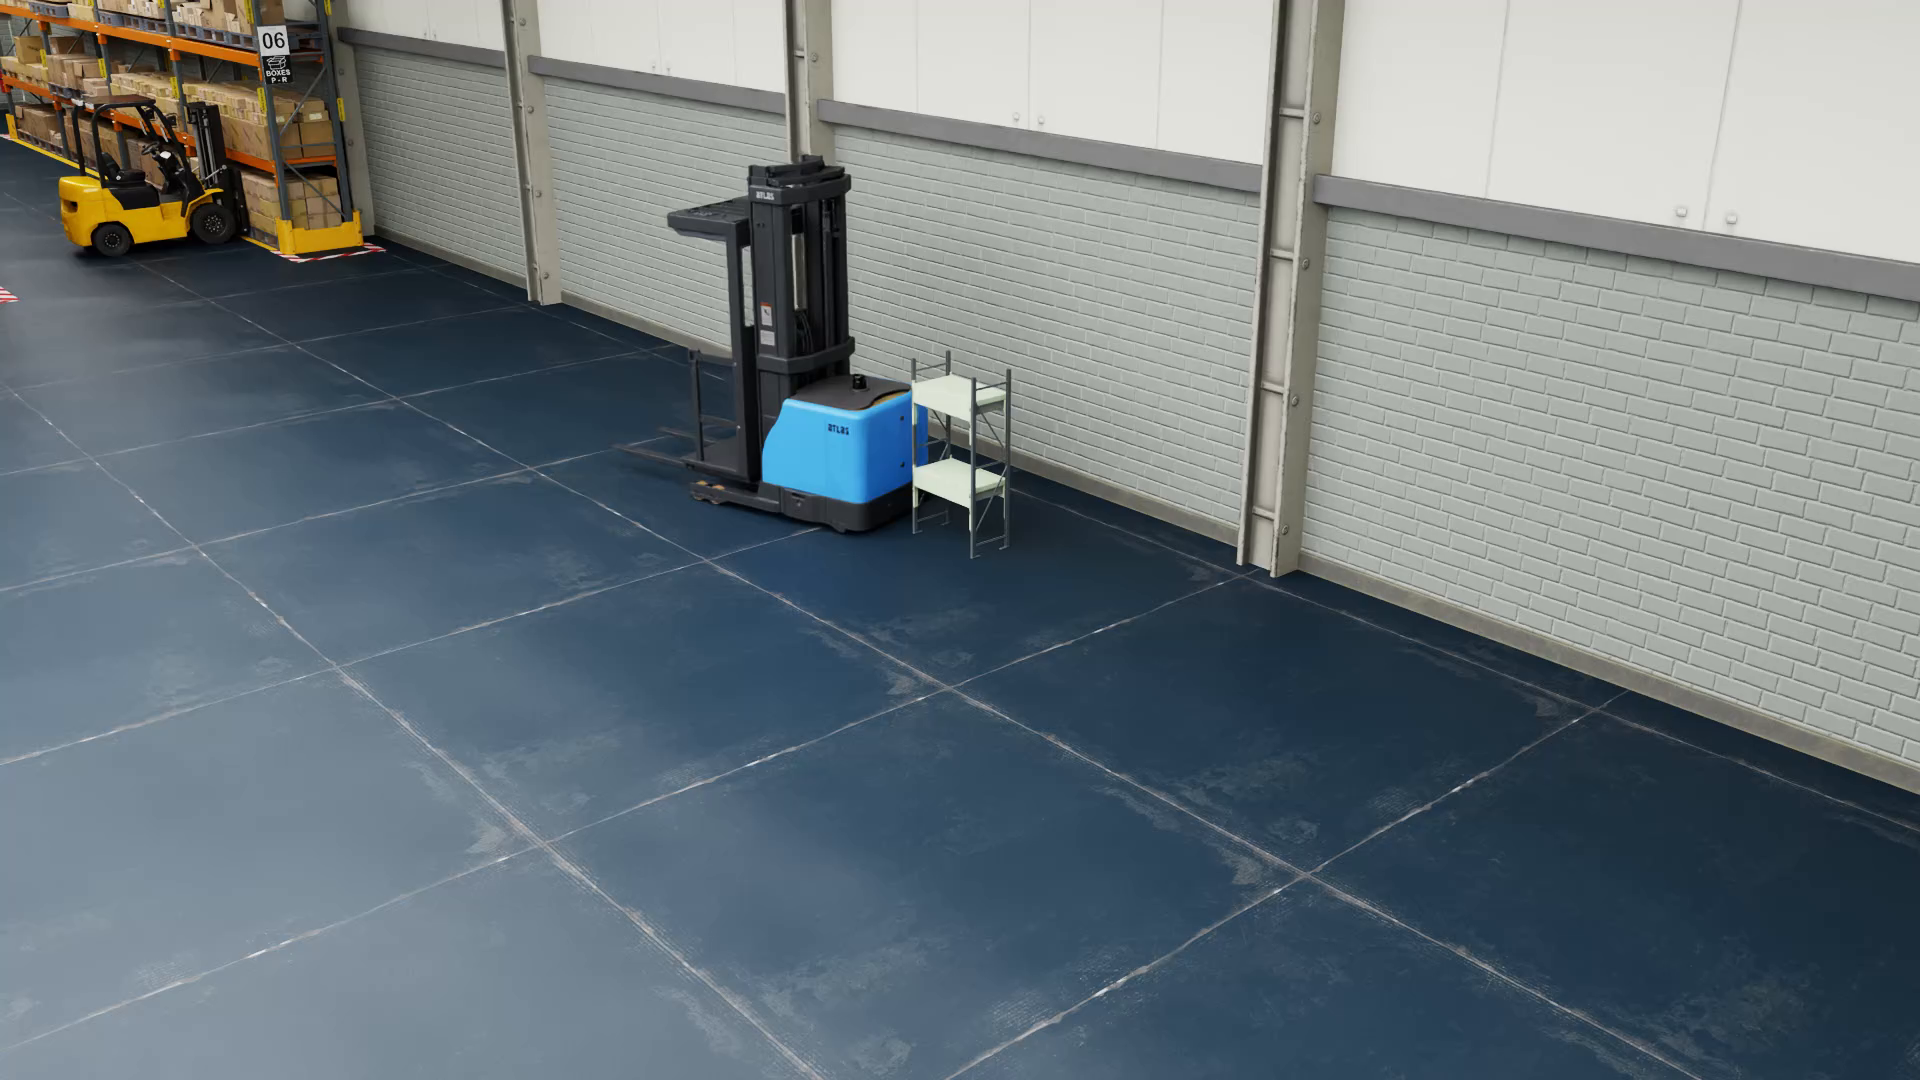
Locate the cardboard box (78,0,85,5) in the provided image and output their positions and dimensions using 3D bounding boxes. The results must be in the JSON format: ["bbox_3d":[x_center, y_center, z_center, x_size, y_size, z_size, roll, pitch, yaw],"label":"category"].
[{"bbox_3d":[-15.673,-9.736,30.001,0.380,0.149,0.250,-17,27,-37],"label":"cardboard box"}]

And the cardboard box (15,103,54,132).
[{"bbox_3d":[-19.652,-9.022,35.478,0.797,0.503,0.637,-19,28,-39],"label":"cardboard box"}]

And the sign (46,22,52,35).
[{"bbox_3d":[-19.546,-10.993,35.642,0.100,0.325,0.005,-17,27,-37],"label":"sign"}]

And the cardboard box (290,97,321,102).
[{"bbox_3d":[-9.719,-6.478,24.703,0.380,0.149,0.250,-16,27,-36],"label":"cardboard box"}]

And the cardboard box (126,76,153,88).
[{"bbox_3d":[-14.230,-7.953,28.875,0.380,0.149,0.250,-17,27,-37],"label":"cardboard box"}]

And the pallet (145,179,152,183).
[{"bbox_3d":[-14.249,-6.435,29.849,1.003,0.211,1.213,-17,27,-37],"label":"pallet"}]

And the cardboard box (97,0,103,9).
[{"bbox_3d":[-14.760,-9.331,28.915,0.380,0.166,0.250,-18,27,-38],"label":"cardboard box"}]

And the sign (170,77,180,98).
[{"bbox_3d":[-12.551,-7.235,26.590,0.100,0.325,0.005,-17,27,-37],"label":"sign"}]

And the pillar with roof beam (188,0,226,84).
[{"bbox_3d":[-16.485,-9.593,25.862,9.100,9.000,0.400,-17,27,-37],"label":"pillar with roof beam"}]

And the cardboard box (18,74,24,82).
[{"bbox_3d":[-19.169,-9.539,34.296,0.380,0.149,0.250,-18,28,-39],"label":"cardboard box"}]

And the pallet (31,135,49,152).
[{"bbox_3d":[-18.616,-8.303,34.621,1.003,0.211,1.213,-17,27,-37],"label":"pallet"}]

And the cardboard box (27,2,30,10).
[{"bbox_3d":[-17.984,-10.452,32.514,0.380,0.149,0.250,-18,27,-38],"label":"cardboard box"}]

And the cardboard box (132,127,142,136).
[{"bbox_3d":[-15.238,-7.651,31.094,0.380,0.149,0.250,-17,27,-37],"label":"cardboard box"}]

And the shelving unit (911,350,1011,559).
[{"bbox_3d":[0.004,-0.697,13.432,0.431,1.500,0.755,-17,27,-37],"label":"shelving unit"}]

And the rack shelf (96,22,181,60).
[{"bbox_3d":[-13.452,-8.479,28.118,1.077,0.370,4.000,-17,27,-37],"label":"rack shelf"}]

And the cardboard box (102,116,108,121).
[{"bbox_3d":[-16.569,-8.239,32.594,0.380,0.149,0.250,-17,27,-37],"label":"cardboard box"}]

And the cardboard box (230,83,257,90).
[{"bbox_3d":[-11.394,-7.186,26.510,0.380,0.149,0.250,-18,28,-38],"label":"cardboard box"}]

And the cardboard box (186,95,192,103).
[{"bbox_3d":[-12.137,-7.062,26.602,0.380,0.149,0.250,-18,28,-38],"label":"cardboard box"}]

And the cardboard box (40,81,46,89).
[{"bbox_3d":[-18.142,-9.119,33.223,0.380,0.149,0.250,-17,27,-36],"label":"cardboard box"}]

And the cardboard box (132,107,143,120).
[{"bbox_3d":[-13.987,-7.438,28.794,0.500,0.250,0.500,-19,28,-39],"label":"cardboard box"}]

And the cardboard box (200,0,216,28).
[{"bbox_3d":[-10.954,-7.988,25.024,0.797,0.503,0.637,-16,27,-36],"label":"cardboard box"}]

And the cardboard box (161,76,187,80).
[{"bbox_3d":[-13.689,-8.003,29.003,0.380,0.149,0.250,-18,27,-38],"label":"cardboard box"}]

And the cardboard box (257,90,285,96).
[{"bbox_3d":[-10.581,-6.824,25.586,0.380,0.149,0.250,-17,27,-37],"label":"cardboard box"}]

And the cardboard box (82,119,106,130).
[{"bbox_3d":[-16.596,-7.969,31.906,0.380,0.149,0.250,-18,27,-38],"label":"cardboard box"}]

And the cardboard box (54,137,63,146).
[{"bbox_3d":[-17.954,-8.027,33.424,0.380,0.149,0.250,-18,28,-39],"label":"cardboard box"}]

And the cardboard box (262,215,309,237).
[{"bbox_3d":[-10.081,-4.729,24.866,0.500,0.250,0.500,-17,27,-37],"label":"cardboard box"}]

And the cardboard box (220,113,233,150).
[{"bbox_3d":[-11.058,-6.303,25.552,0.500,0.500,0.500,-17,27,-37],"label":"cardboard box"}]

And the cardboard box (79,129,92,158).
[{"bbox_3d":[-16.545,-7.636,31.943,0.500,0.500,0.500,-18,28,-39],"label":"cardboard box"}]

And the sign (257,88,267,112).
[{"bbox_3d":[-9.955,-6.283,23.727,0.100,0.325,0.005,-17,27,-37],"label":"sign"}]

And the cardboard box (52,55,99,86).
[{"bbox_3d":[-16.884,-8.987,31.829,0.700,0.500,0.500,-17,27,-37],"label":"cardboard box"}]

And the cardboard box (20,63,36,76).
[{"bbox_3d":[-18.875,-9.644,34.018,0.500,0.250,0.500,-18,28,-39],"label":"cardboard box"}]

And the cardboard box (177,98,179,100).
[{"bbox_3d":[-12.537,-7.255,27.093,0.380,0.149,0.250,-16,27,-36],"label":"cardboard box"}]

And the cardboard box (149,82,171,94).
[{"bbox_3d":[-13.394,-7.601,27.976,0.380,0.149,0.250,-17,27,-37],"label":"cardboard box"}]

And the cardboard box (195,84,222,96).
[{"bbox_3d":[-11.910,-7.146,26.408,0.380,0.149,0.250,-17,27,-37],"label":"cardboard box"}]

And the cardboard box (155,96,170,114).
[{"bbox_3d":[-13.002,-7.243,27.609,0.500,0.250,0.500,-18,28,-39],"label":"cardboard box"}]

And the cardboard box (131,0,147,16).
[{"bbox_3d":[-13.304,-8.816,27.402,0.500,0.311,0.500,-19,28,-39],"label":"cardboard box"}]

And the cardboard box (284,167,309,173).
[{"bbox_3d":[-10.353,-5.596,25.708,0.500,0.250,0.500,-18,27,-38],"label":"cardboard box"}]

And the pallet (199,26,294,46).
[{"bbox_3d":[-10.778,-7.654,25.146,1.003,0.211,1.213,-17,27,-37],"label":"pallet"}]

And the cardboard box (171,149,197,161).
[{"bbox_3d":[-12.996,-6.312,28.393,0.875,0.625,0.625,-18,28,-38],"label":"cardboard box"}]

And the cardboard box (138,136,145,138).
[{"bbox_3d":[-15.125,-7.325,31.150,0.500,0.500,0.500,-17,27,-37],"label":"cardboard box"}]

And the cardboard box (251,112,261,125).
[{"bbox_3d":[-10.163,-6.201,24.402,0.380,0.149,0.250,-17,27,-37],"label":"cardboard box"}]

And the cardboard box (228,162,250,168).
[{"bbox_3d":[-11.408,-5.759,26.123,0.500,0.250,0.500,-16,27,-36],"label":"cardboard box"}]

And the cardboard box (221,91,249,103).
[{"bbox_3d":[-11.086,-6.791,25.502,0.380,0.149,0.250,-17,27,-37],"label":"cardboard box"}]

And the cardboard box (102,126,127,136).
[{"bbox_3d":[-15.749,-7.615,31.000,0.380,0.149,0.250,-16,27,-36],"label":"cardboard box"}]

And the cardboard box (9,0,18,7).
[{"bbox_3d":[-18.854,-10.802,33.407,0.380,0.149,0.250,-17,27,-36],"label":"cardboard box"}]

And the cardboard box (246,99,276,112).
[{"bbox_3d":[-10.304,-6.422,24.559,0.380,0.149,0.250,-17,27,-36],"label":"cardboard box"}]

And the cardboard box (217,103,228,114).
[{"bbox_3d":[-11.143,-6.630,25.499,0.380,0.149,0.250,-18,28,-38],"label":"cardboard box"}]

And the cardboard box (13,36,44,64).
[{"bbox_3d":[-18.908,-9.994,33.883,0.500,0.500,0.500,-17,27,-36],"label":"cardboard box"}]

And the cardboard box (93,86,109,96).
[{"bbox_3d":[-15.477,-8.138,30.144,0.380,0.149,0.250,-17,27,-36],"label":"cardboard box"}]

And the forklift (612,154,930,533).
[{"bbox_3d":[-1.768,-1.820,14.337,3.031,2.935,1.130,14,25,31],"label":"forklift"}]

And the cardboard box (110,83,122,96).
[{"bbox_3d":[-14.672,-7.946,29.404,0.500,0.250,0.500,-17,27,-37],"label":"cardboard box"}]

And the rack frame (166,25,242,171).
[{"bbox_3d":[-12.146,-6.865,27.123,1.000,3.000,0.127,-17,27,-37],"label":"rack frame"}]

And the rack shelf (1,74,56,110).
[{"bbox_3d":[-18.674,-9.292,34.308,1.077,0.370,4.000,-17,27,-37],"label":"rack shelf"}]

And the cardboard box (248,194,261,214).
[{"bbox_3d":[-10.409,-5.109,25.149,0.500,0.250,0.500,-18,28,-38],"label":"cardboard box"}]

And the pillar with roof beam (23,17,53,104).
[{"bbox_3d":[-24.318,-12.908,34.327,9.100,9.000,0.400,-17,27,-37],"label":"pillar with roof beam"}]

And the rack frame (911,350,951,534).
[{"bbox_3d":[-0.235,-0.798,13.690,0.400,1.500,0.023,-17,27,-37],"label":"rack frame"}]

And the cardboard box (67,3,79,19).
[{"bbox_3d":[-15.932,-9.657,30.347,0.500,0.250,0.500,-17,27,-37],"label":"cardboard box"}]

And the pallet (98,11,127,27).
[{"bbox_3d":[-14.246,-9.112,29.008,1.213,0.211,1.003,-16,26,-35],"label":"pallet"}]

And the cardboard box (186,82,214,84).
[{"bbox_3d":[-12.837,-7.658,28.121,0.380,0.149,0.250,-17,27,-37],"label":"cardboard box"}]
